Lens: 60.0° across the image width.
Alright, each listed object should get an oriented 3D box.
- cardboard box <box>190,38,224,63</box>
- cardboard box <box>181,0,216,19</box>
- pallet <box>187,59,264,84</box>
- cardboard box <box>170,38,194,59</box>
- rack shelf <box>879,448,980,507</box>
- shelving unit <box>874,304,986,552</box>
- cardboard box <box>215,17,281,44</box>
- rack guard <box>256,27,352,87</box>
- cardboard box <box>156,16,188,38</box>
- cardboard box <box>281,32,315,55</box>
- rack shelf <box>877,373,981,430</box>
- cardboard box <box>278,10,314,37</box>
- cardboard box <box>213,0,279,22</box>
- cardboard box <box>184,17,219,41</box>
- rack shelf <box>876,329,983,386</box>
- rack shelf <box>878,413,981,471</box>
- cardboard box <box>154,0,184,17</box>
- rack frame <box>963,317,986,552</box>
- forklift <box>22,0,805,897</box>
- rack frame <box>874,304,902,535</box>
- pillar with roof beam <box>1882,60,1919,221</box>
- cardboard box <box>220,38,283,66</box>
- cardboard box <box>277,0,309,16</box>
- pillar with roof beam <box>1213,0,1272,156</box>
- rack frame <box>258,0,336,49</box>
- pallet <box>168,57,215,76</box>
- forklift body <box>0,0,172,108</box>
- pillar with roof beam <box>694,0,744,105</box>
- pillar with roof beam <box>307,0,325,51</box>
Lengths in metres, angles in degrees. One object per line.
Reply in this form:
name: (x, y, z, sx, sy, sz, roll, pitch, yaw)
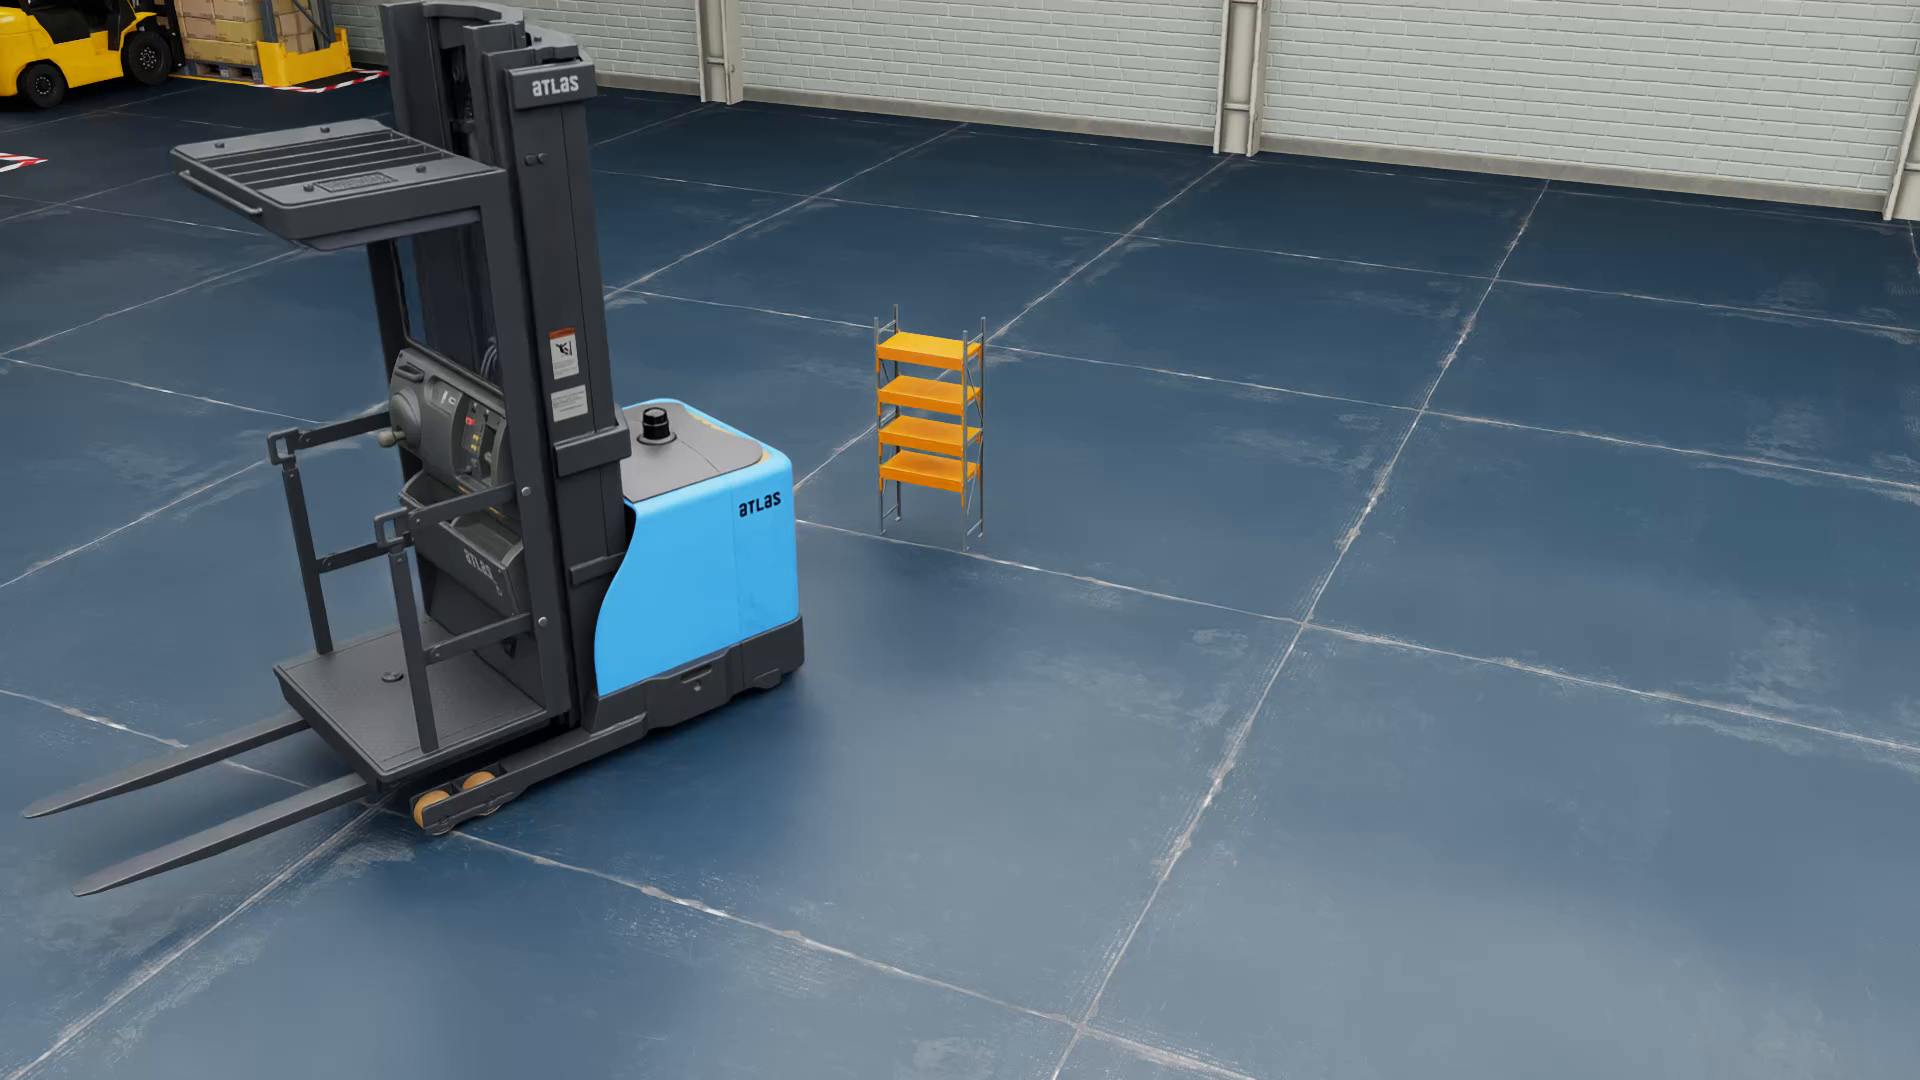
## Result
cardboard box: (-8.902, -5.952, 20.082, 0.500, 0.250, 0.500, 11, 28, 22)
cardboard box: (-8.911, -6.397, 19.853, 0.500, 0.250, 0.500, 12, 29, 23)
pallet: (-8.609, -5.816, 20.324, 1.213, 0.211, 1.003, 11, 28, 22)
cardboard box: (-9.354, -6.047, 20.275, 0.500, 0.250, 0.500, 12, 29, 22)
rack shelf: (-0.151, -0.330, 8.664, 0.480, 0.148, 0.258, 11, 28, 22)
shelving unit: (-0.151, -0.569, 8.546, 0.503, 1.200, 0.258, 11, 28, 22)
cardboard box: (-8.468, -6.086, 19.788, 0.500, 0.250, 0.500, 11, 28, 21)
rack guard: (-7.873, -5.818, 20.001, 0.348, 0.500, 1.175, 11, 28, 22)
cardboard box: (-9.398, -6.268, 20.157, 0.500, 0.250, 0.500, 11, 28, 21)
cardboard box: (-8.261, -6.067, 20.315, 0.500, 0.250, 0.500, 11, 28, 22)
rack shelf: (-0.151, -0.709, 8.477, 0.480, 0.148, 0.258, 11, 28, 22)
cardboard box: (-8.237, -6.293, 20.206, 0.500, 0.250, 0.500, 12, 29, 23)
cardboard box: (-8.443, -6.306, 19.668, 0.500, 0.250, 0.500, 12, 29, 24)
cardboard box: (-8.920, -6.182, 19.983, 0.500, 0.250, 0.500, 11, 28, 21)
rack shelf: (-0.151, -0.921, 8.373, 0.480, 0.148, 0.258, 11, 28, 22)
rack shelf: (-0.151, -0.508, 8.576, 0.480, 0.148, 0.258, 11, 28, 22)
cardboard box: (-9.374, -6.485, 20.032, 0.500, 0.250, 0.500, 12, 29, 22)
rack frame: (0.071, -0.524, 8.456, 0.015, 1.200, 0.240, 11, 28, 22)
forklift: (-2.140, -0.436, 6.317, 3.031, 2.935, 1.130, -21, 33, -36)
rack frame: (-0.373, -0.613, 8.637, 0.015, 1.200, 0.240, 11, 28, 22)
pillar with roof beam: (6.448, -5.103, 8.927, 0.400, 9.000, 9.100, 11, 28, 22)
cardboard box: (-8.454, -5.858, 19.889, 0.500, 0.250, 0.500, 12, 28, 22)
cardboard box: (-8.254, -6.511, 20.085, 0.500, 0.250, 0.500, 11, 28, 21)
pillar with roof beam: (0.986, -6.200, 11.155, 0.400, 9.000, 9.100, 11, 28, 22)
rack frame: (-7.895, -6.944, 19.458, 0.127, 3.000, 1.000, 11, 28, 22)
pallet: (-9.715, -6.040, 20.778, 1.213, 0.211, 1.003, 11, 28, 22)
forklift body: (-10.377, -6.176, 18.860, 1.214, 2.155, 2.313, 11, 28, 22)
pillar with roof beam: (-4.476, -7.297, 13.384, 0.400, 9.000, 9.100, 11, 28, 22)
pillar with roof beam: (-9.938, -8.394, 15.612, 0.400, 9.000, 9.100, 11, 28, 22)
